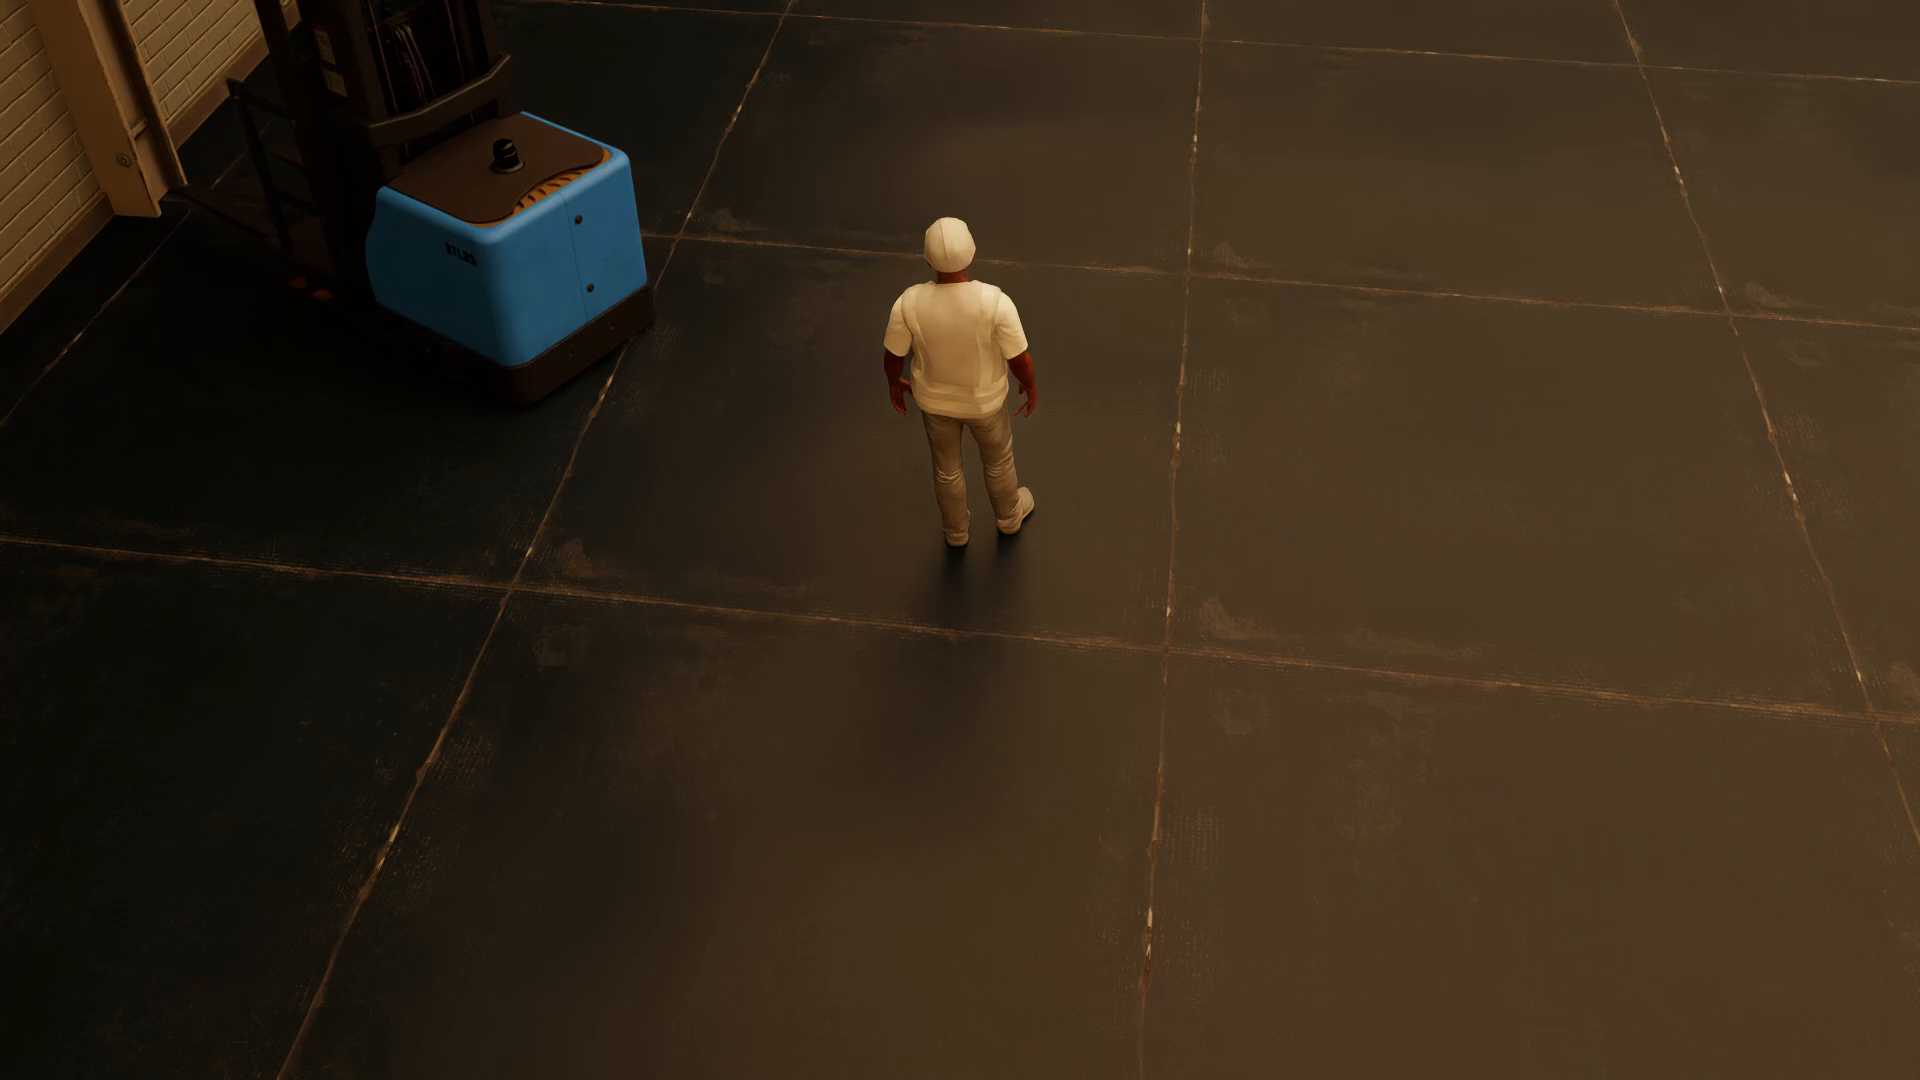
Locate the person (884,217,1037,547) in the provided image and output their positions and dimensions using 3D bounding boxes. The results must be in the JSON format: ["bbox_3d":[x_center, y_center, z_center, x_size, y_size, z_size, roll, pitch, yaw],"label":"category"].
[{"bbox_3d":[0.015,-0.702,7.338,0.666,1.765,0.577,5,43,6],"label":"person"}]

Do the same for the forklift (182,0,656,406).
[{"bbox_3d":[-3.165,-2.569,8.521,3.031,2.935,1.130,26,48,25],"label":"forklift"}]
